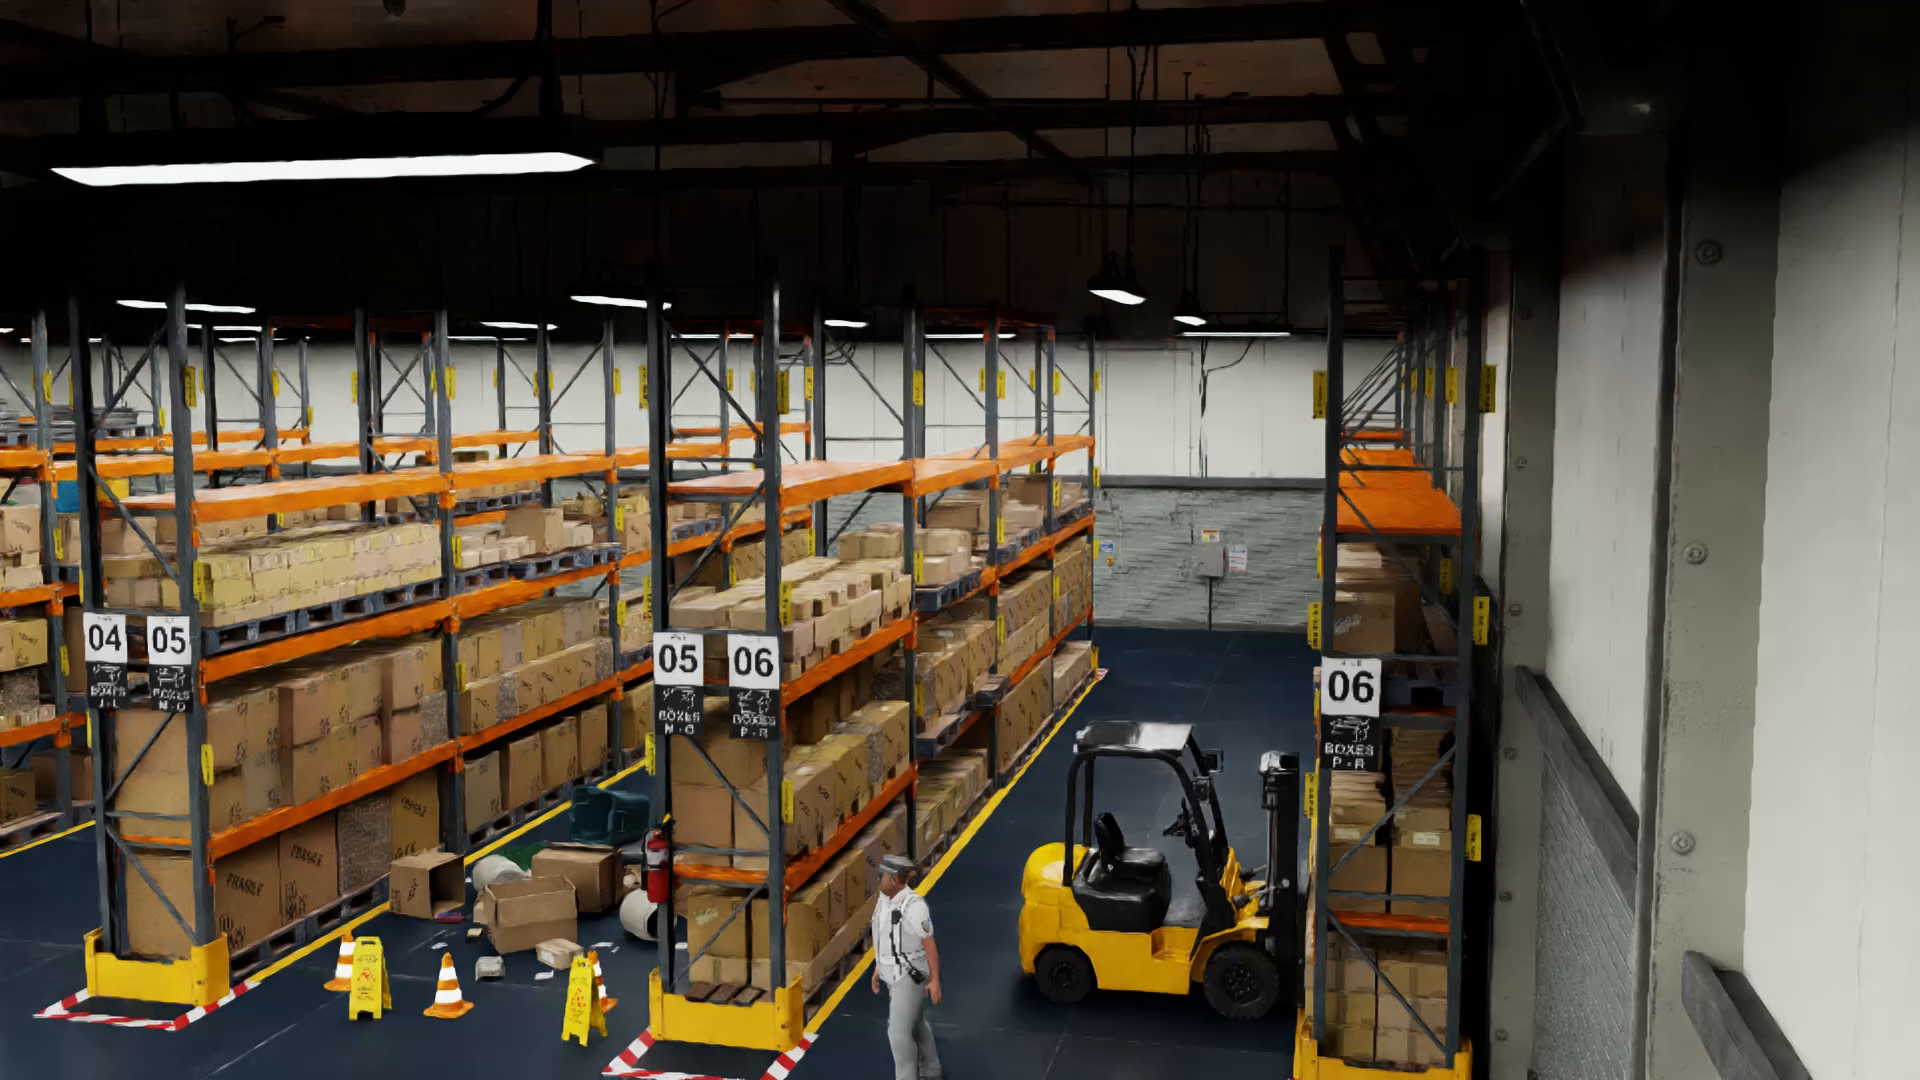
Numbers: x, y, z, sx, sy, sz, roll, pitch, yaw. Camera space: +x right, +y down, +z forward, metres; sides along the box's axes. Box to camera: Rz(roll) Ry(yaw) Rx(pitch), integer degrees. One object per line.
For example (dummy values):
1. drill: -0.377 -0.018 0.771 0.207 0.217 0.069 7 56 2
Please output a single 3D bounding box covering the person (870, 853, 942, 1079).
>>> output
1. person: -0.369 3.115 11.825 0.540 1.800 0.640 -3 6 -26
